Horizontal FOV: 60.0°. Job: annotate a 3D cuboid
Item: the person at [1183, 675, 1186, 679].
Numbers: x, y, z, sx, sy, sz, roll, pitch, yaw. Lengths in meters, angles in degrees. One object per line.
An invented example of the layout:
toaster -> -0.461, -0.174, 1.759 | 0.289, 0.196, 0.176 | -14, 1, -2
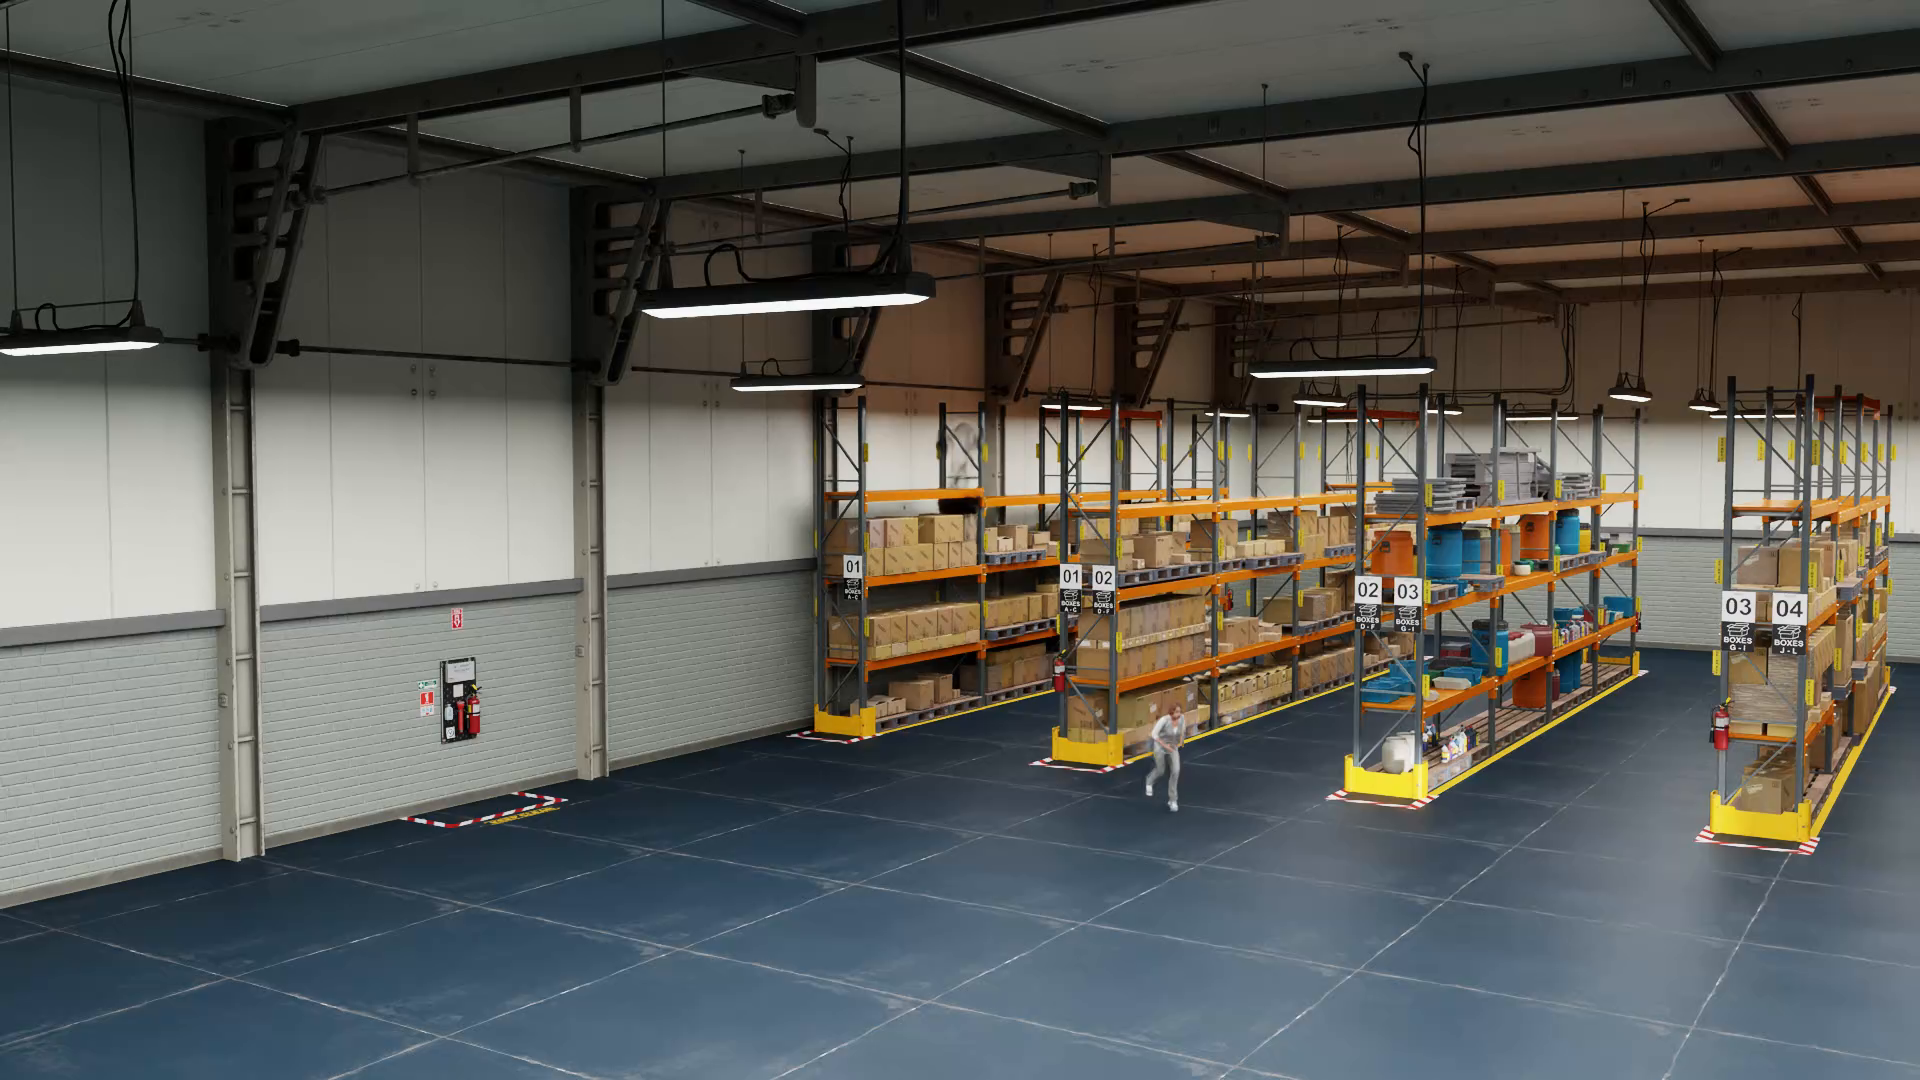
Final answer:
person -> 4.450, 2.328, 34.686 | 0.660, 1.734, 0.599 | 2, 4, 35

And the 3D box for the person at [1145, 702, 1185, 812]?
person -> 2.888, 3.021, 23.586 | 0.575, 1.546, 0.919 | -1, 3, -26
